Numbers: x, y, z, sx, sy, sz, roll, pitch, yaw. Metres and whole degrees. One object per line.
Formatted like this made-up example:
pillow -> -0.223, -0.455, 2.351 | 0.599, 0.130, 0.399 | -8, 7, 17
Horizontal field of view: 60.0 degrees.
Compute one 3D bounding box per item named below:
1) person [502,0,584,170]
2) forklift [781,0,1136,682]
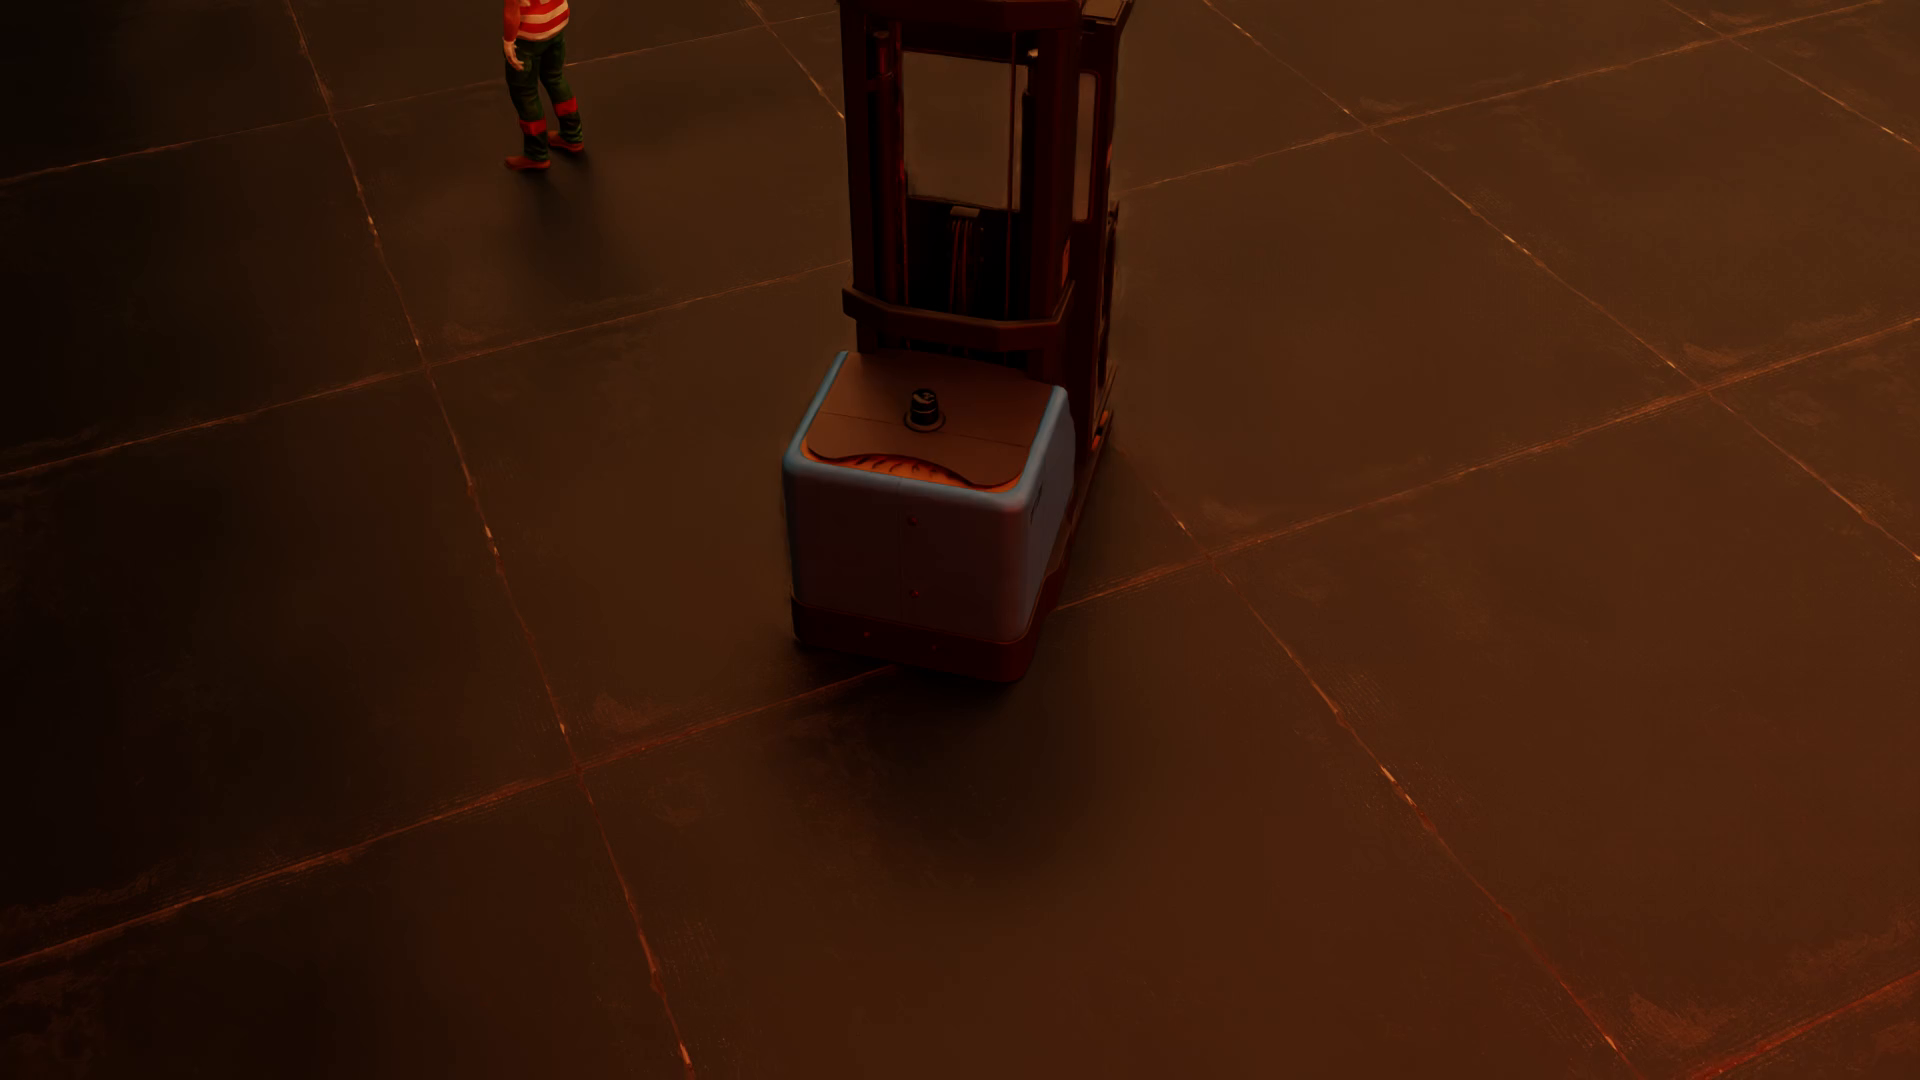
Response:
person -> -2.536, -3.031, 9.780 | 0.489, 1.806, 0.632 | 19, 46, 19
forklift -> 0.142, -1.487, 7.273 | 1.130, 2.935, 3.031 | 10, 44, 11
